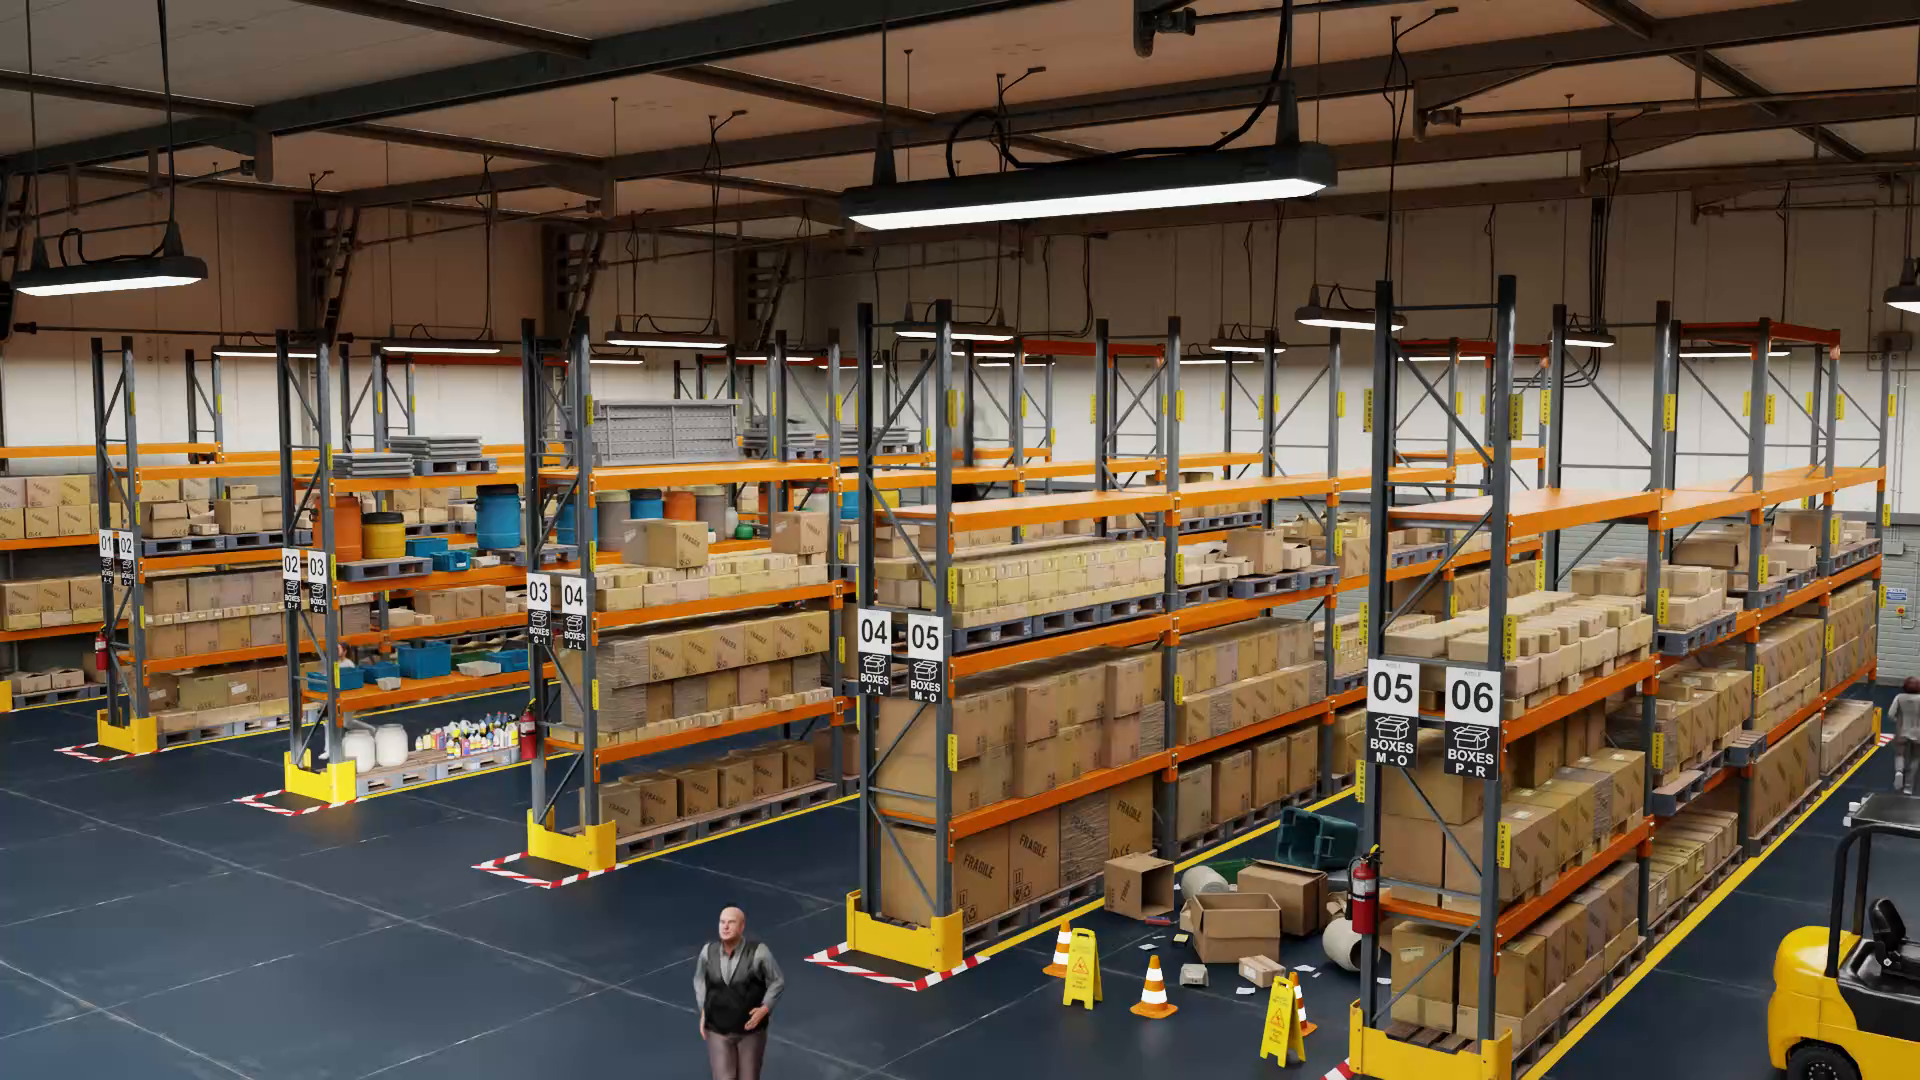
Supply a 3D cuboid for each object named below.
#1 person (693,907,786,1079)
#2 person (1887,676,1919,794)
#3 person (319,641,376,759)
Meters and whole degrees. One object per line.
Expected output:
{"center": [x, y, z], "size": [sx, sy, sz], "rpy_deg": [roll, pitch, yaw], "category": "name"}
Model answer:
{"center": [-1.520, 3.341, 11.388], "size": [0.659, 1.708, 0.686], "rpy_deg": [0, 5, 5], "category": "person"}
{"center": [12.241, 2.528, 21.422], "size": [0.536, 1.549, 0.568], "rpy_deg": [3, 6, 34], "category": "person"}
{"center": [-8.813, 2.258, 23.808], "size": [0.592, 1.647, 0.907], "rpy_deg": [3, 6, 33], "category": "person"}
